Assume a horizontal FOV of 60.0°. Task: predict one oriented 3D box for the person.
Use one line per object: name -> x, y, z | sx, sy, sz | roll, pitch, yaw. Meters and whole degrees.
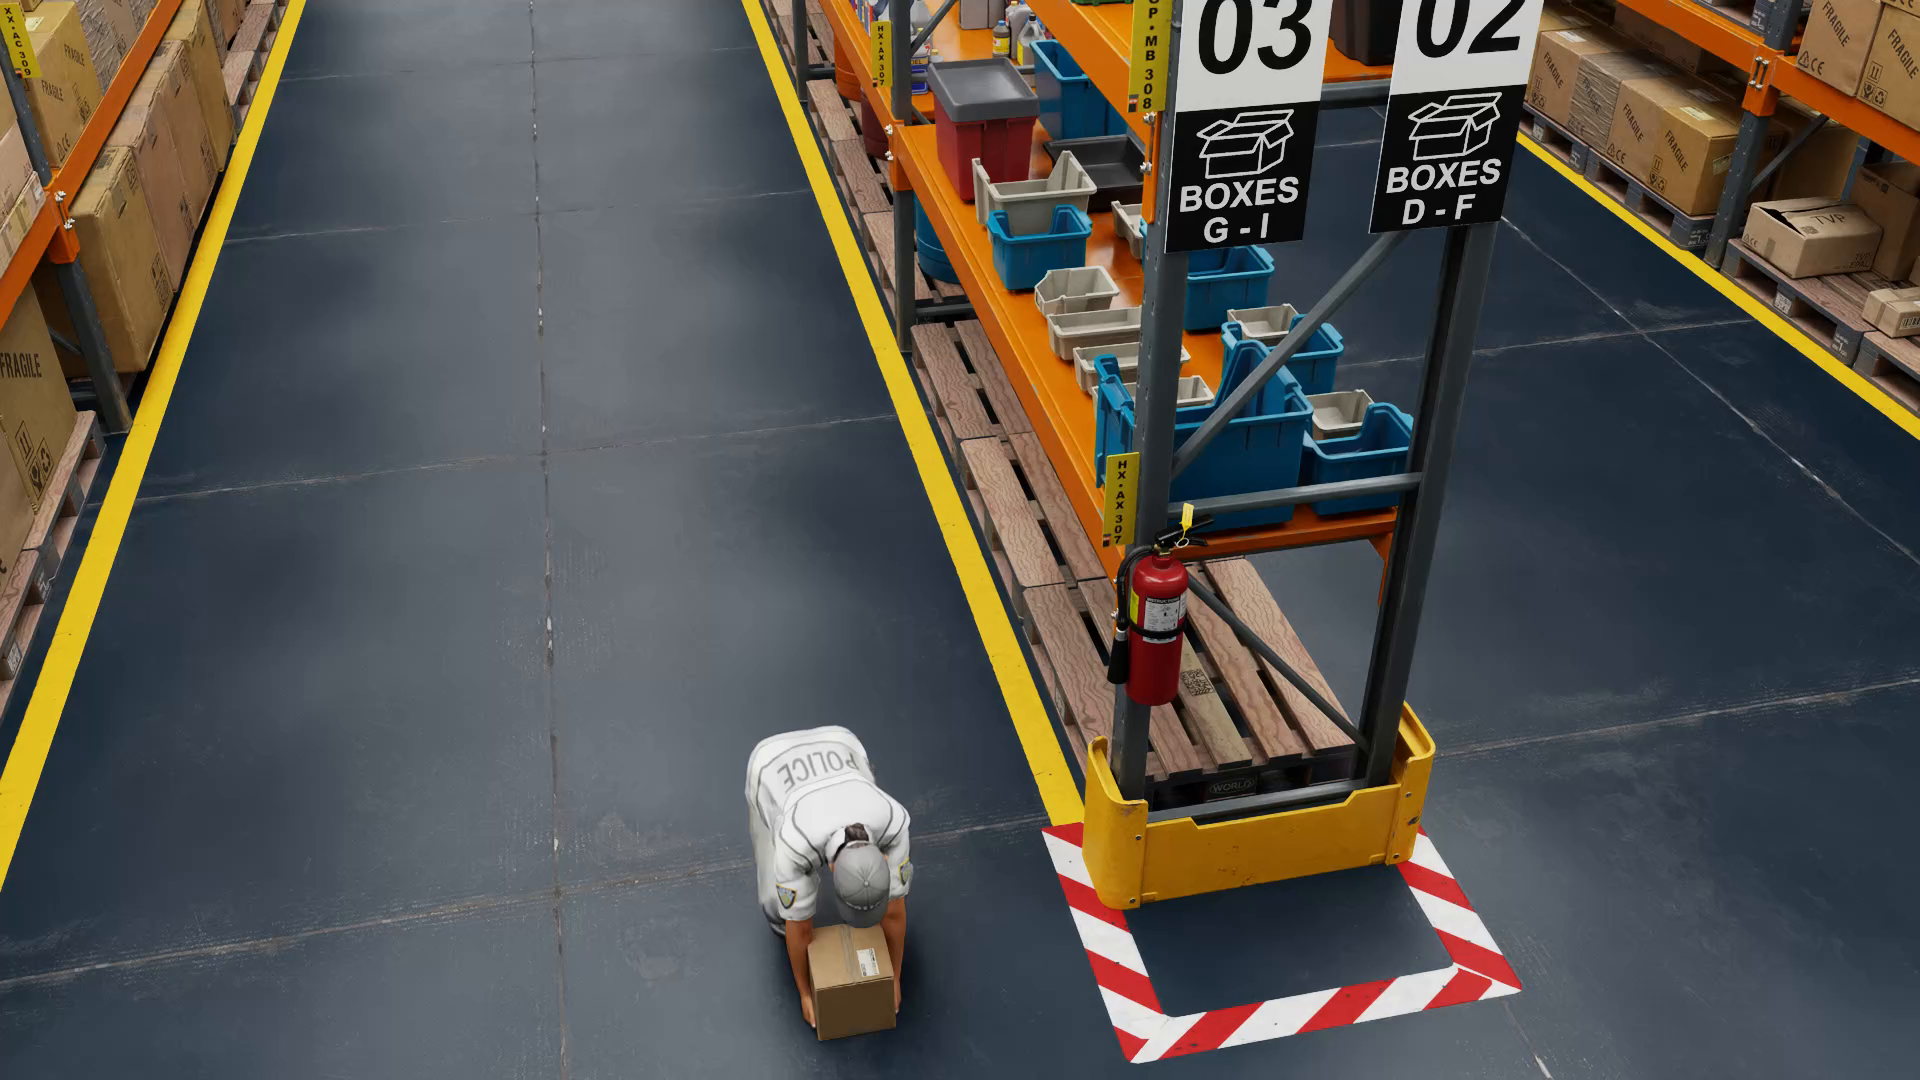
person -> -0.463, 0.560, 5.326 | 0.543, 1.665, 0.466 | -9, 36, -13
